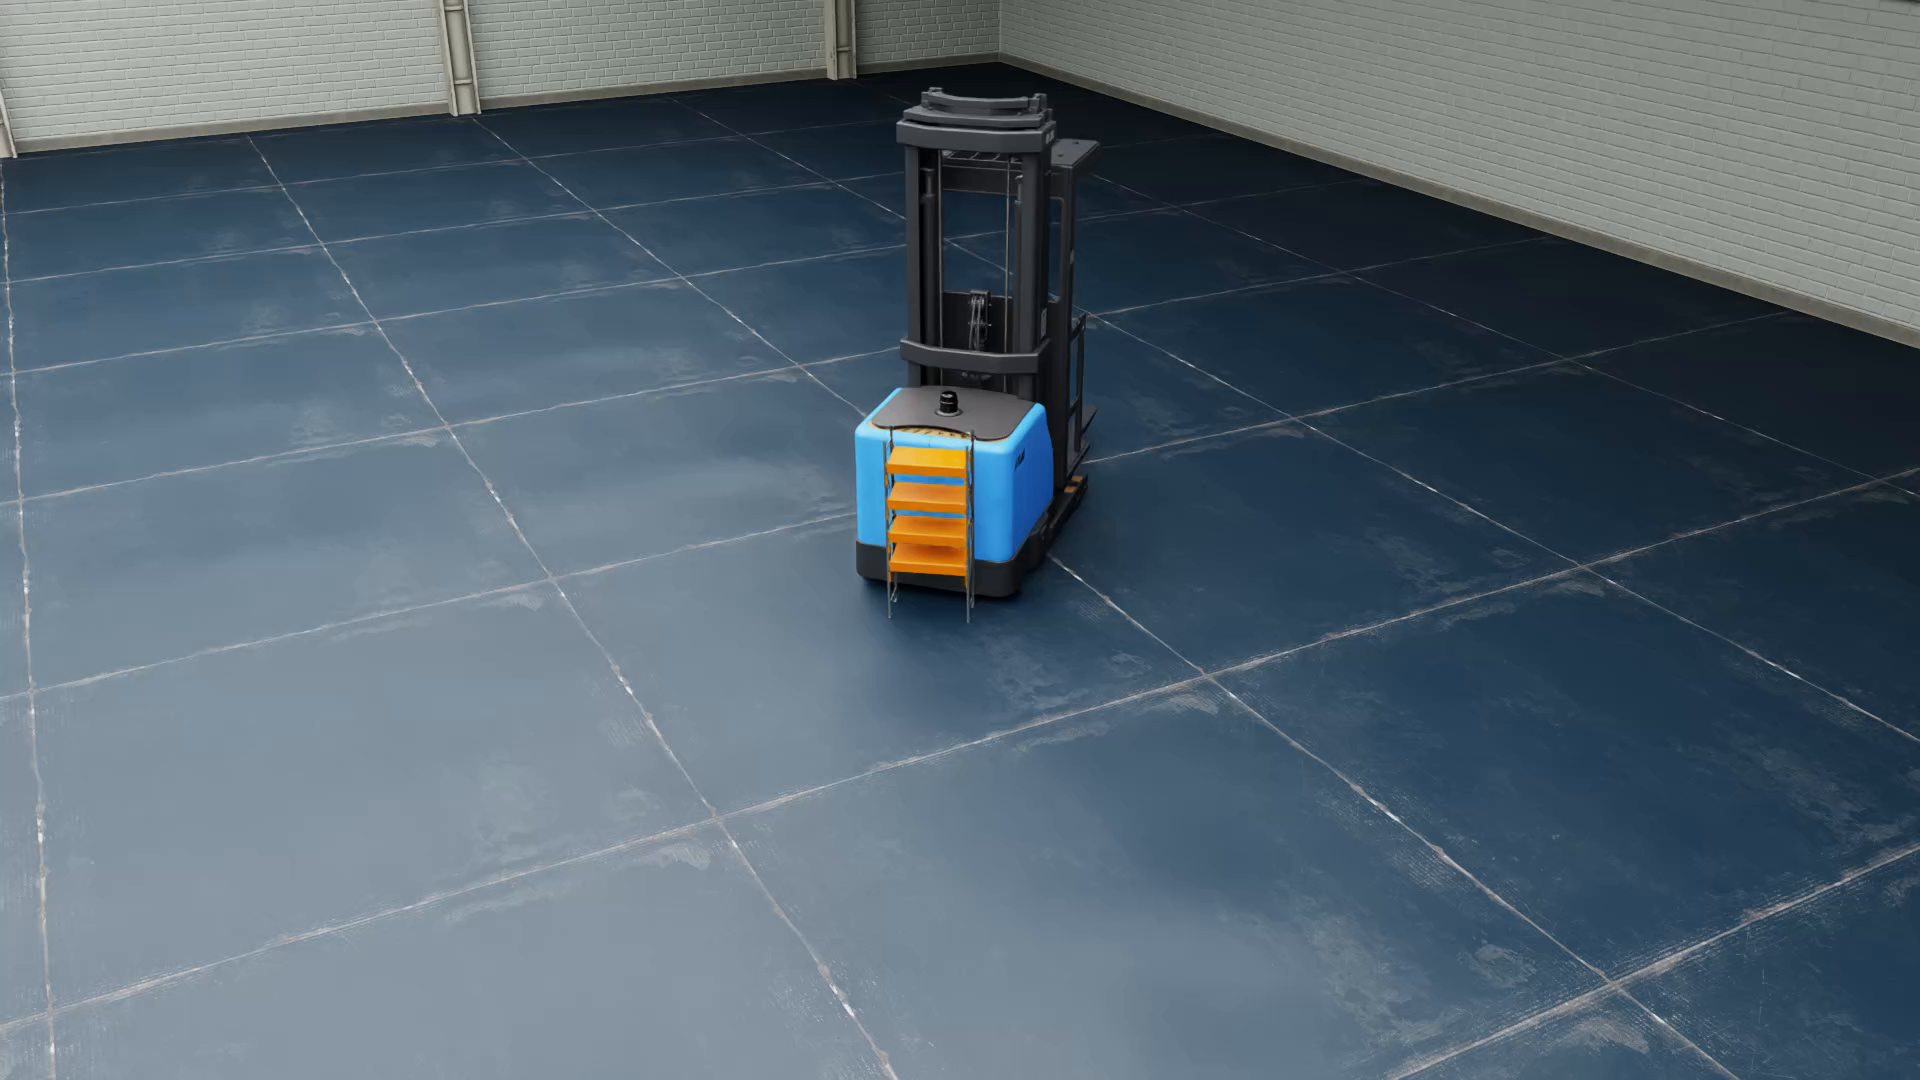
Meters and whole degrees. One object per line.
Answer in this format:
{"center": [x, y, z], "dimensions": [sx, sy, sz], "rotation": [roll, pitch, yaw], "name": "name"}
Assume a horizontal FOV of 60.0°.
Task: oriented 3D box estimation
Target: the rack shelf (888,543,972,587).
{"center": [-0.177, 0.147, 10.158], "dimensions": [0.480, 0.148, 0.258], "rotation": [4, 29, 8], "name": "rack shelf"}

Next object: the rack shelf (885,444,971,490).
{"center": [-0.182, -0.433, 9.845], "dimensions": [0.480, 0.148, 0.258], "rotation": [4, 29, 8], "name": "rack shelf"}

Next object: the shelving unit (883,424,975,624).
{"center": [-0.179, -0.087, 10.032], "dimensions": [0.503, 1.200, 0.258], "rotation": [4, 29, 8], "name": "shelving unit"}

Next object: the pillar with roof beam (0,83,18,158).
{"center": [-10.463, -7.402, 16.269], "dimensions": [0.400, 9.000, 9.100], "rotation": [-13, 29, -25], "name": "pillar with roof beam"}

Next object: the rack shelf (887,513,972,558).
{"center": [-0.179, -0.028, 10.064], "dimensions": [0.480, 0.148, 0.258], "rotation": [4, 29, 8], "name": "rack shelf"}

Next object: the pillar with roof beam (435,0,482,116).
{"center": [-5.168, -8.624, 18.814], "dimensions": [0.400, 9.000, 9.100], "rotation": [-13, 29, -25], "name": "pillar with roof beam"}

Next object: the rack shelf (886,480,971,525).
{"center": [-0.180, -0.225, 9.958], "dimensions": [0.480, 0.148, 0.258], "rotation": [4, 29, 8], "name": "rack shelf"}

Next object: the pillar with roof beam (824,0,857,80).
{"center": [0.126, -9.846, 21.359], "dimensions": [0.400, 9.000, 9.100], "rotation": [-13, 29, -25], "name": "pillar with roof beam"}

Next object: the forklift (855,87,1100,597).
{"center": [0.277, -1.582, 11.158], "dimensions": [1.130, 2.935, 3.031], "rotation": [8, 27, 16], "name": "forklift"}

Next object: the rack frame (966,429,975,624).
{"center": [0.062, -0.072, 9.999], "dimensions": [0.015, 1.200, 0.240], "rotation": [4, 29, 8], "name": "rack frame"}

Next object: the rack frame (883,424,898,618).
{"center": [-0.420, -0.103, 10.064], "dimensions": [0.015, 1.200, 0.240], "rotation": [4, 29, 8], "name": "rack frame"}
